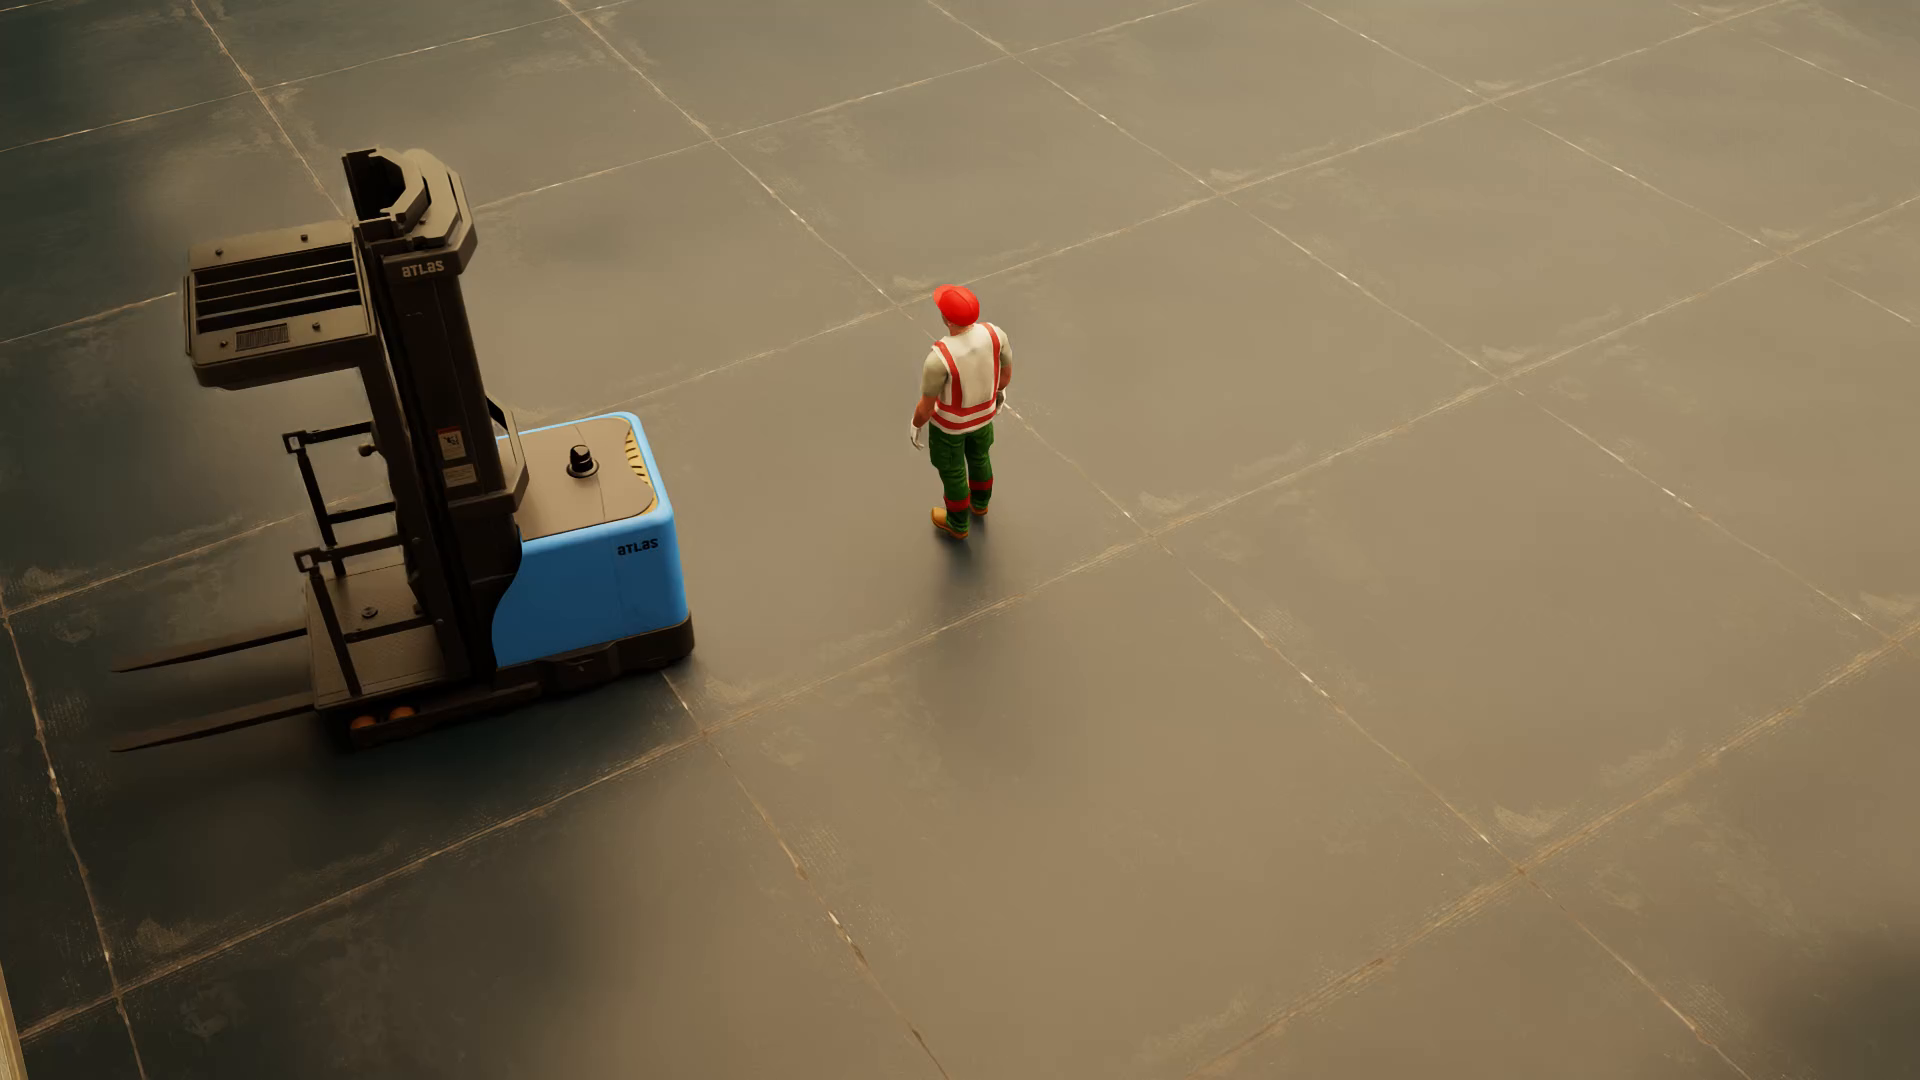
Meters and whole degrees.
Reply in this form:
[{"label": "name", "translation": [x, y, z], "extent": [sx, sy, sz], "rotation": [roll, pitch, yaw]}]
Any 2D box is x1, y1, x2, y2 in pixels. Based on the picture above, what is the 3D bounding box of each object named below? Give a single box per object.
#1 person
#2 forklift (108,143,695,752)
[{"label": "person", "translation": [-0.033, -0.758, 9.534], "extent": [0.638, 1.786, 0.564], "rotation": [-23, 46, -24]}, {"label": "forklift", "translation": [-3.058, -0.401, 8.330], "extent": [3.031, 2.935, 1.130], "rotation": [-14, 43, -15]}]
